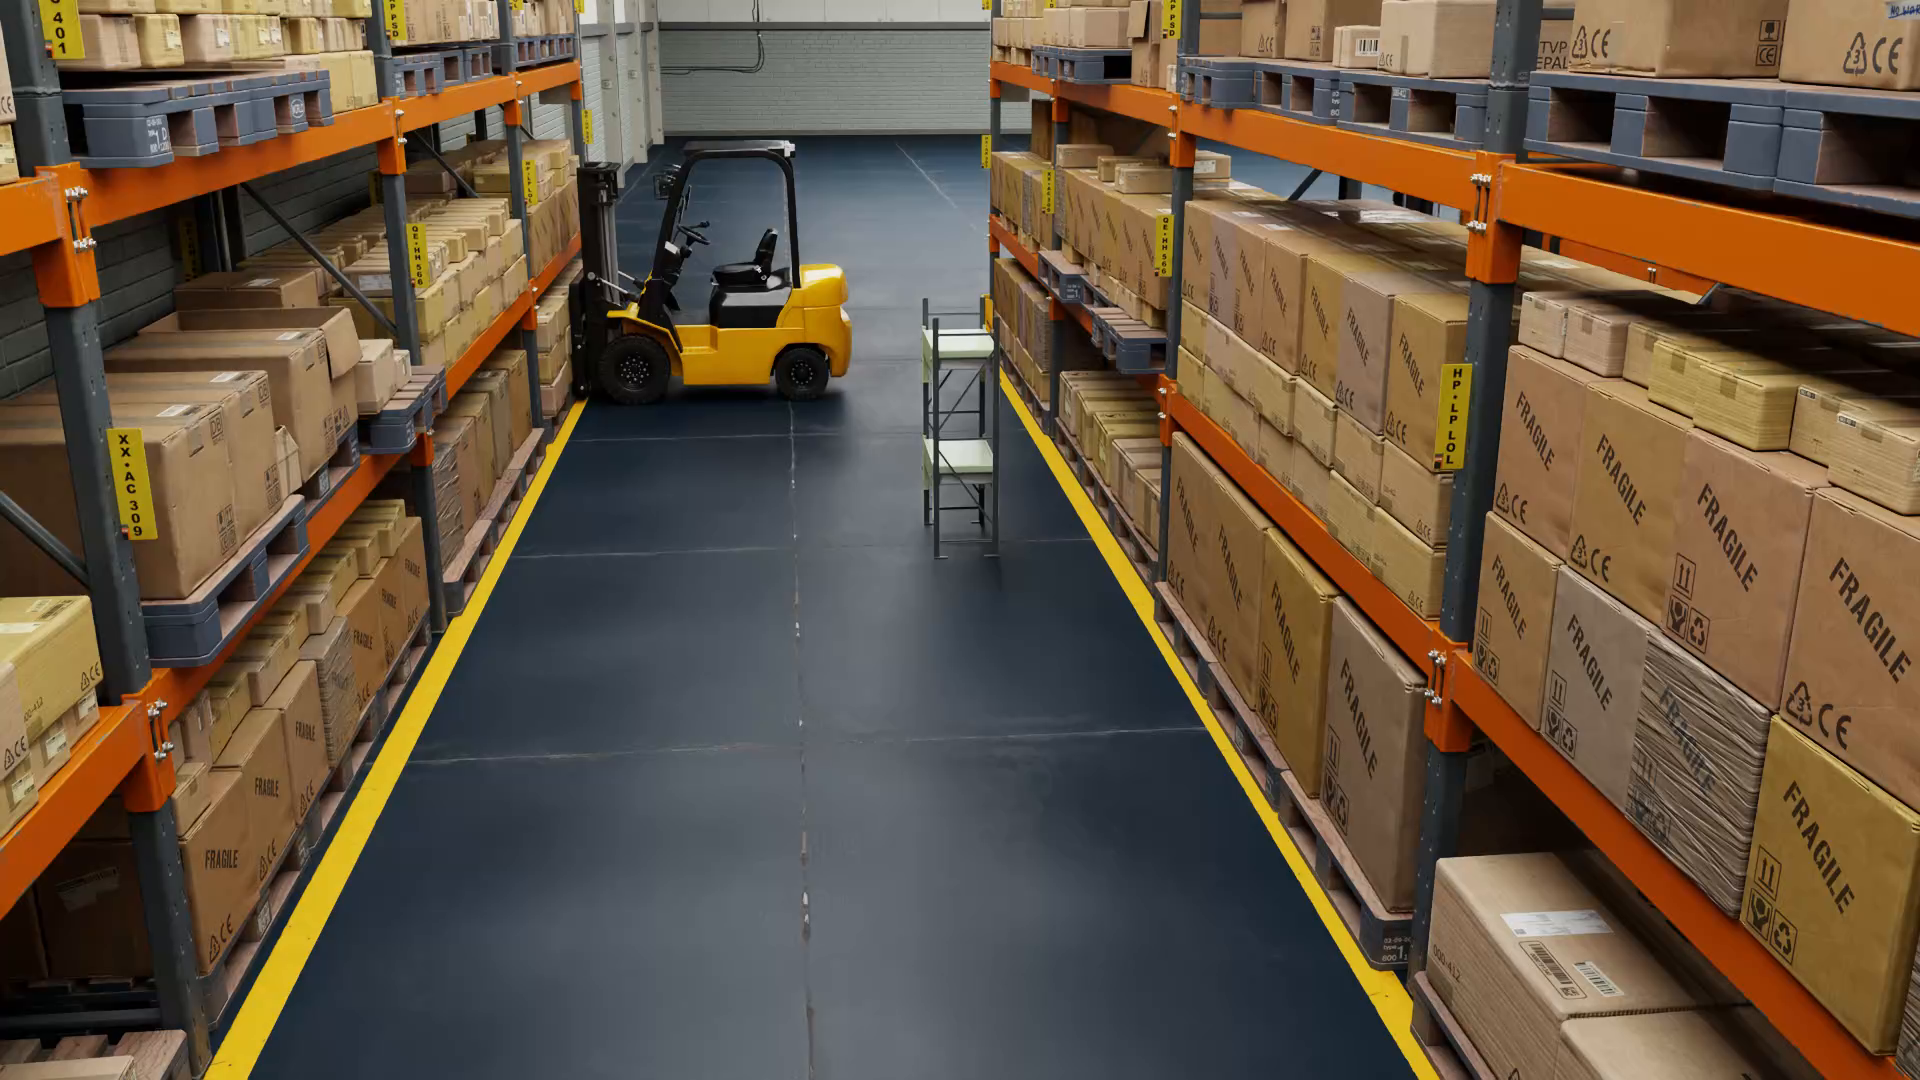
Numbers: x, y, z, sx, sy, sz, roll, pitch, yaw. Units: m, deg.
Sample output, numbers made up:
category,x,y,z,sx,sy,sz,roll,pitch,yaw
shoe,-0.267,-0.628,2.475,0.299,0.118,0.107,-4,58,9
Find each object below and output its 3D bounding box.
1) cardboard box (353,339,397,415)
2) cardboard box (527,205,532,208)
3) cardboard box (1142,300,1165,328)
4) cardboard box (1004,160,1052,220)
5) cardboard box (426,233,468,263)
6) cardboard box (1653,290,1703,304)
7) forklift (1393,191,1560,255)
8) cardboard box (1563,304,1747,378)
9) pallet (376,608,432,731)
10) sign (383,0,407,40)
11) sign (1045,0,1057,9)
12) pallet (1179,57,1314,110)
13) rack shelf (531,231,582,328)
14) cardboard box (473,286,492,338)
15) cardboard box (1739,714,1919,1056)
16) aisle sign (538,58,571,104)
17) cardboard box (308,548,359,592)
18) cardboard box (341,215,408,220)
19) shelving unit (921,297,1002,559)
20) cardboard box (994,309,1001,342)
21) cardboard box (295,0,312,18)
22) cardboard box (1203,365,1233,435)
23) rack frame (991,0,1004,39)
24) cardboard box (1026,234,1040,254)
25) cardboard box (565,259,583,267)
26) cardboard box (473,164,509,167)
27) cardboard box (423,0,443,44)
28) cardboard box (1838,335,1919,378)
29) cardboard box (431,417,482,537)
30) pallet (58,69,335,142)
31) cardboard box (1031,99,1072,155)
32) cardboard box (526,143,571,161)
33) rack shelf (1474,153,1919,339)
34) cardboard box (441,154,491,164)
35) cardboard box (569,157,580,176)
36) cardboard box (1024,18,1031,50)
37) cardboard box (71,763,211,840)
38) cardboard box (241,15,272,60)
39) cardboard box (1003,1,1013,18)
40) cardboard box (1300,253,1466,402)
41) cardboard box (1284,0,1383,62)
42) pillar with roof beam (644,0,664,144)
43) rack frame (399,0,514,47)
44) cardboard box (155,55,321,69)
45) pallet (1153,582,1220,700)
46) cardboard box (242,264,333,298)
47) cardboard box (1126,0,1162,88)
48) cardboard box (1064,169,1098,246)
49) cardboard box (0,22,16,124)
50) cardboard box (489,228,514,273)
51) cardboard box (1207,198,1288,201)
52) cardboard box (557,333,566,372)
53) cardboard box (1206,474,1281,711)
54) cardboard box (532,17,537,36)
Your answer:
category,x,y,z,sx,sy,sz,roll,pitch,yaw
cardboard box,-2.876,-0.741,7.580,0.500,0.250,0.500,-3,18,-8
cardboard box,-3.519,-2.646,12.848,0.380,0.149,0.250,-1,17,-4
cardboard box,1.262,-1.320,9.592,0.380,0.149,0.250,-2,17,-5
cardboard box,0.688,-3.189,15.163,0.500,0.500,0.500,-2,18,-7
cardboard box,-3.191,-1.762,10.033,0.380,0.149,0.250,-1,17,-4
cardboard box,2.283,-0.544,5.567,0.500,0.500,0.500,-2,17,-5
forklift,3.509,-1.762,11.397,1.130,2.935,3.031,6,18,19
cardboard box,1.859,-0.536,4.457,0.380,0.149,0.250,-2,17,-5
pallet,-3.268,0.637,8.295,1.003,0.211,1.213,-2,18,-6
sign,-2.767,-2.611,8.114,0.100,0.325,0.005,-2,18,-6
sign,0.678,-3.922,12.290,0.100,0.325,0.005,-2,18,-6
pallet,1.749,-2.222,8.055,1.213,0.211,1.003,-1,17,-3
rack shelf,-3.926,-2.361,14.391,1.077,0.370,4.000,-2,18,-6
cardboard box,-3.269,-1.443,10.516,0.500,0.250,0.500,-1,17,-4
cardboard box,1.976,0.673,3.360,0.500,0.500,0.500,-1,17,-4
aisle sign,-3.847,-4.569,15.884,0.394,0.787,0.004,-2,18,-6
cardboard box,-2.980,0.145,7.595,0.380,0.149,0.250,-1,17,-4
cardboard box,-3.849,-2.048,10.943,0.380,0.149,0.250,-2,18,-6
shelving unit,-0.001,-0.718,10.459,0.431,1.500,0.755,-2,18,-6
cardboard box,0.613,-2.094,16.230,0.500,0.250,0.500,-2,18,-6
cardboard box,-2.872,-2.204,6.769,0.380,0.149,0.250,-2,18,-7
cardboard box,1.500,-0.694,8.129,0.500,0.250,0.500,-2,18,-7
rack frame,0.805,-6.317,15.775,1.000,3.000,0.127,-2,18,-6
cardboard box,0.773,-2.532,14.154,0.380,0.149,0.250,-2,18,-6
cardboard box,-3.775,-2.538,15.975,0.500,0.250,0.500,-1,17,-4
cardboard box,-3.610,-2.863,13.041,0.380,0.149,0.250,-2,18,-7
cardboard box,-3.291,-3.014,9.228,0.700,0.500,0.500,-2,18,-7
cardboard box,2.370,-0.401,4.026,0.380,0.149,0.250,-2,18,-6
cardboard box,-3.433,-0.365,10.095,0.875,0.625,0.625,-1,17,-4
pallet,-3.002,-1.572,5.982,1.213,0.211,1.003,-2,18,-6
cardboard box,1.074,-3.976,16.001,0.700,0.500,0.500,-2,18,-7
cardboard box,-3.775,-3.550,15.229,0.380,0.149,0.250,-1,17,-4
rack shelf,2.249,-0.372,3.046,1.077,0.370,4.000,-2,18,-6
cardboard box,-4.148,-3.152,13.964,0.380,0.149,0.250,-1,17,-4
cardboard box,-3.762,-3.488,15.528,0.380,0.149,0.250,-1,17,-5
cardboard box,0.812,-4.191,13.763,0.500,0.250,0.500,-2,18,-7
cardboard box,-2.667,0.843,5.375,0.380,0.149,0.250,-1,17,-3
cardboard box,-2.655,-1.766,5.838,0.380,0.149,0.250,-1,17,-4
cardboard box,0.596,-4.806,15.059,0.380,0.149,0.250,-2,18,-6
cardboard box,1.653,-0.835,6.494,0.500,0.500,0.500,-1,17,-4
cardboard box,1.921,-2.461,7.634,0.700,0.500,0.500,-3,18,-8
pillar with roof beam,-3.769,-14.998,43.427,9.100,9.000,0.400,-2,18,-6
rack frame,-3.720,-4.971,11.487,1.000,3.000,0.127,-2,18,-6
cardboard box,-2.908,-1.832,6.748,0.500,0.250,0.500,-2,18,-6
pallet,1.636,0.496,8.744,1.003,0.211,1.213,-2,18,-6
cardboard box,-3.542,-1.365,8.766,0.380,0.149,0.250,-1,17,-4
cardboard box,1.444,-3.005,10.062,0.797,0.503,0.637,-2,18,-6
cardboard box,1.032,-2.355,11.807,0.500,0.500,0.500,-2,18,-5
cardboard box,-2.596,-1.091,3.889,0.500,0.250,0.500,-2,18,-5
cardboard box,-3.355,-1.984,11.405,0.500,0.250,0.500,-2,18,-7
cardboard box,1.753,-1.758,9.903,0.500,0.500,0.500,-1,17,-3
cardboard box,-3.516,-1.539,13.627,0.500,0.250,0.500,-2,18,-6
cardboard box,1.706,0.216,7.827,0.875,0.875,0.875,-2,17,-5
cardboard box,-3.543,-4.040,13.081,0.380,0.149,0.250,-1,17,-4
